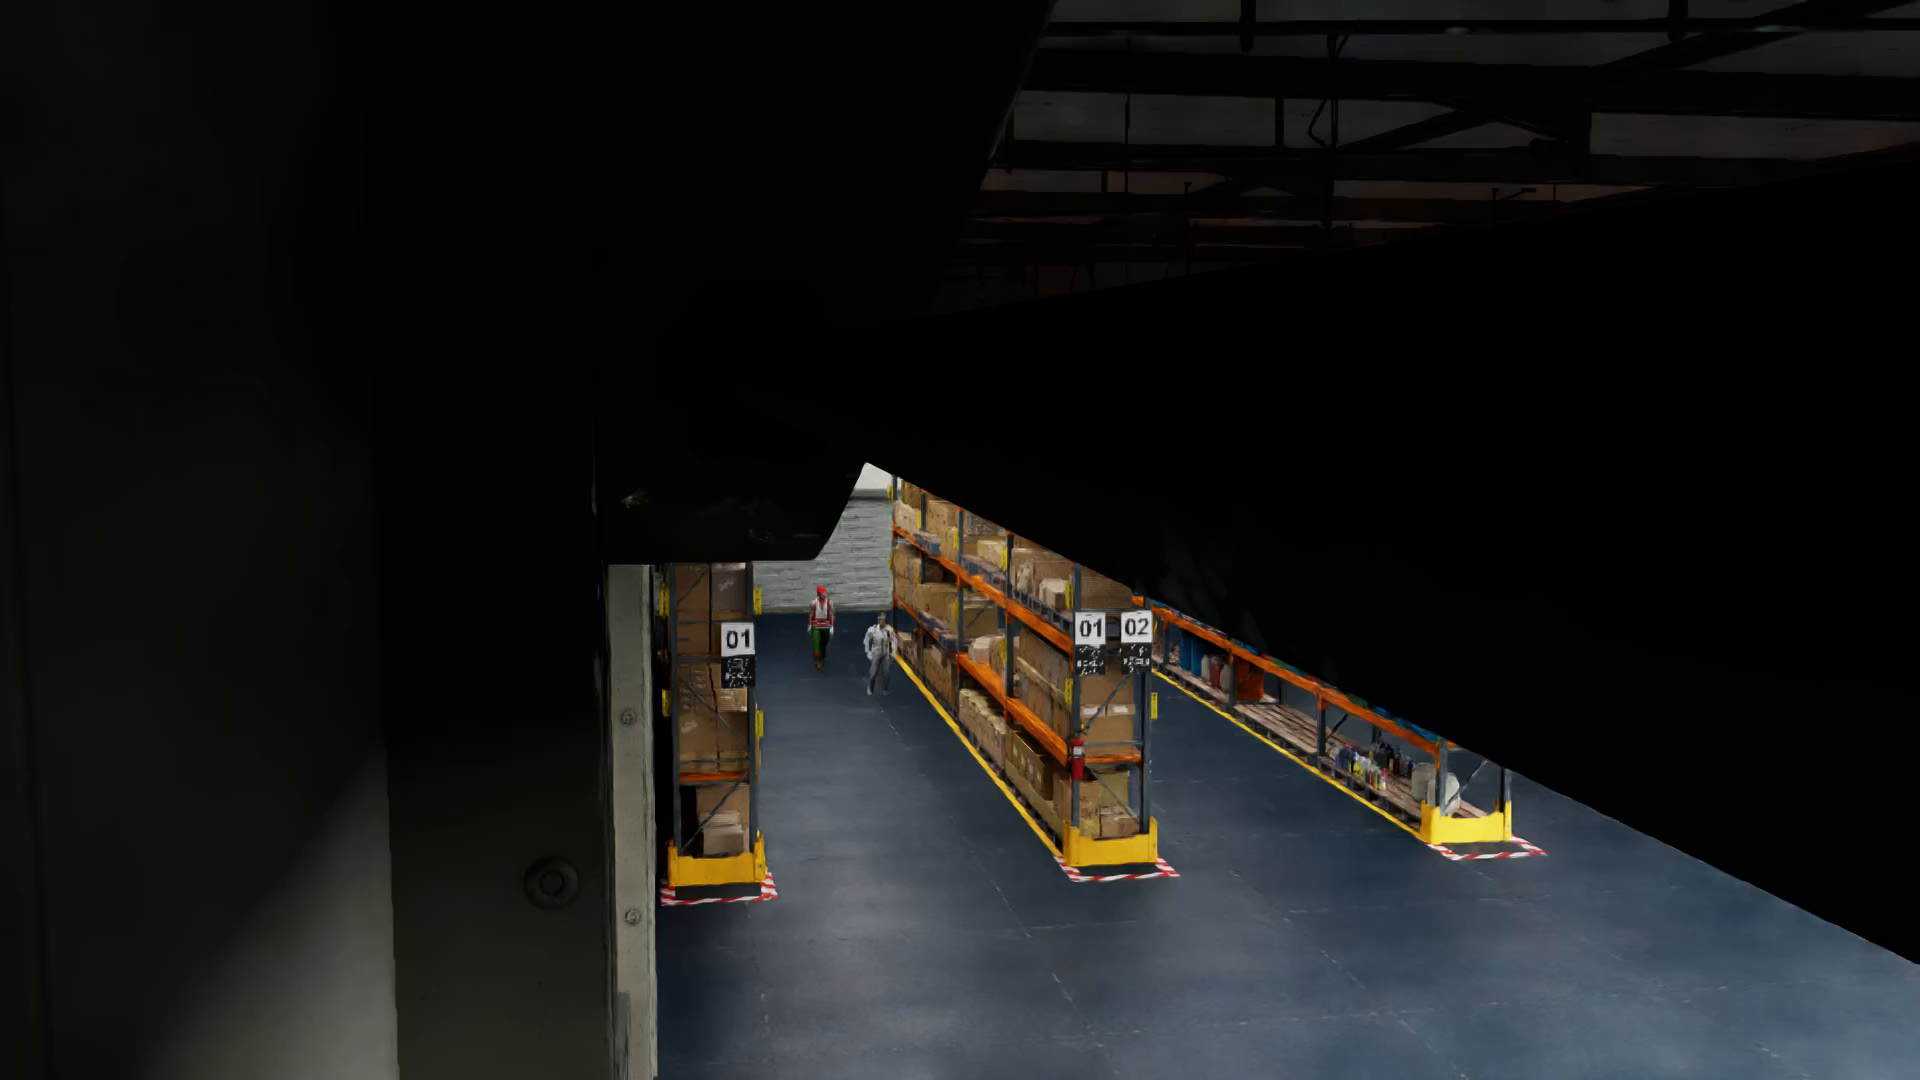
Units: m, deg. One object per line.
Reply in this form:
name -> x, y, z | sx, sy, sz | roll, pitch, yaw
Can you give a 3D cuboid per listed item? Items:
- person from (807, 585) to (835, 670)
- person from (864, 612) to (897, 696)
person -> -2.841, 1.772, 34.194 | 0.550, 1.709, 1.128 | -1, 6, -13
person -> -1.499, 2.141, 31.352 | 0.637, 1.632, 0.506 | -1, 6, -12
